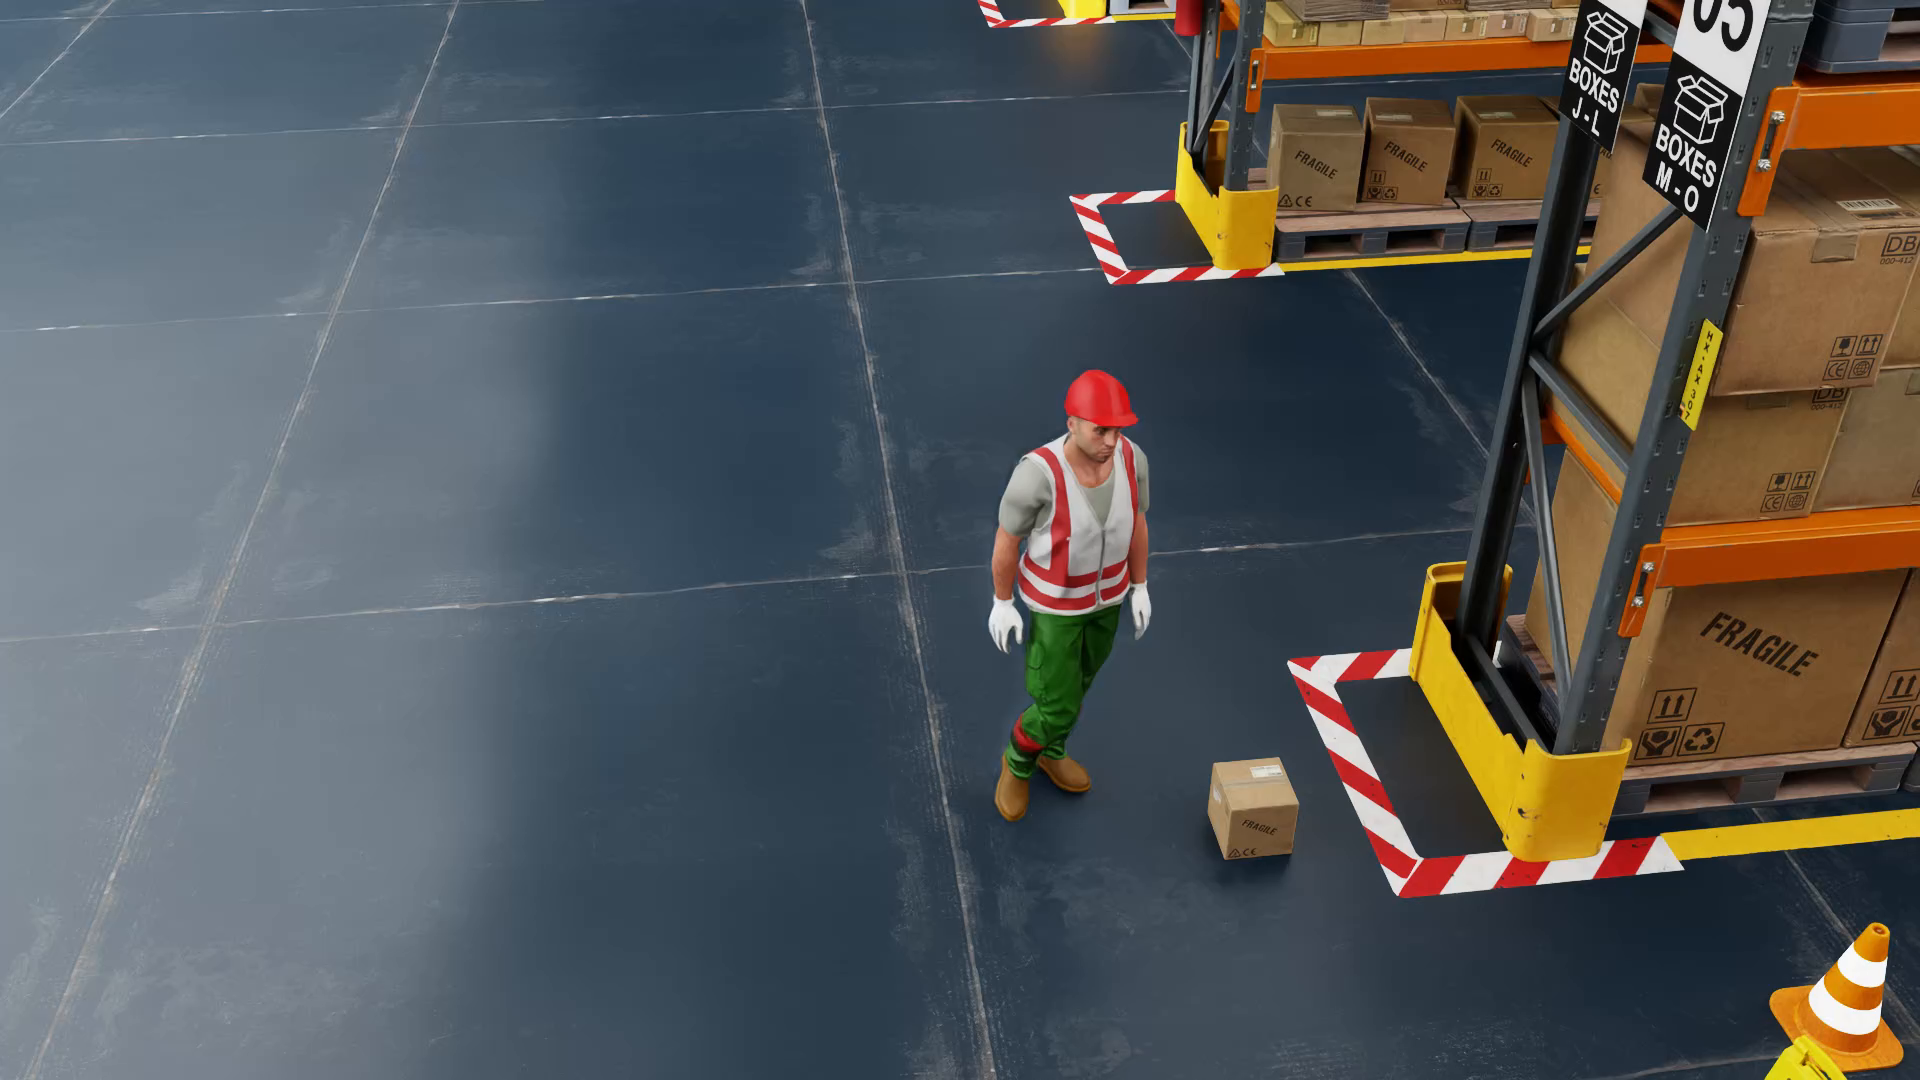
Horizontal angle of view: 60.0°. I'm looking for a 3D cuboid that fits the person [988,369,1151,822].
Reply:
[{"bbox_3d":[0.387,0.204,5.786,0.581,1.775,0.444,-19,39,-26],"label":"person"}]
